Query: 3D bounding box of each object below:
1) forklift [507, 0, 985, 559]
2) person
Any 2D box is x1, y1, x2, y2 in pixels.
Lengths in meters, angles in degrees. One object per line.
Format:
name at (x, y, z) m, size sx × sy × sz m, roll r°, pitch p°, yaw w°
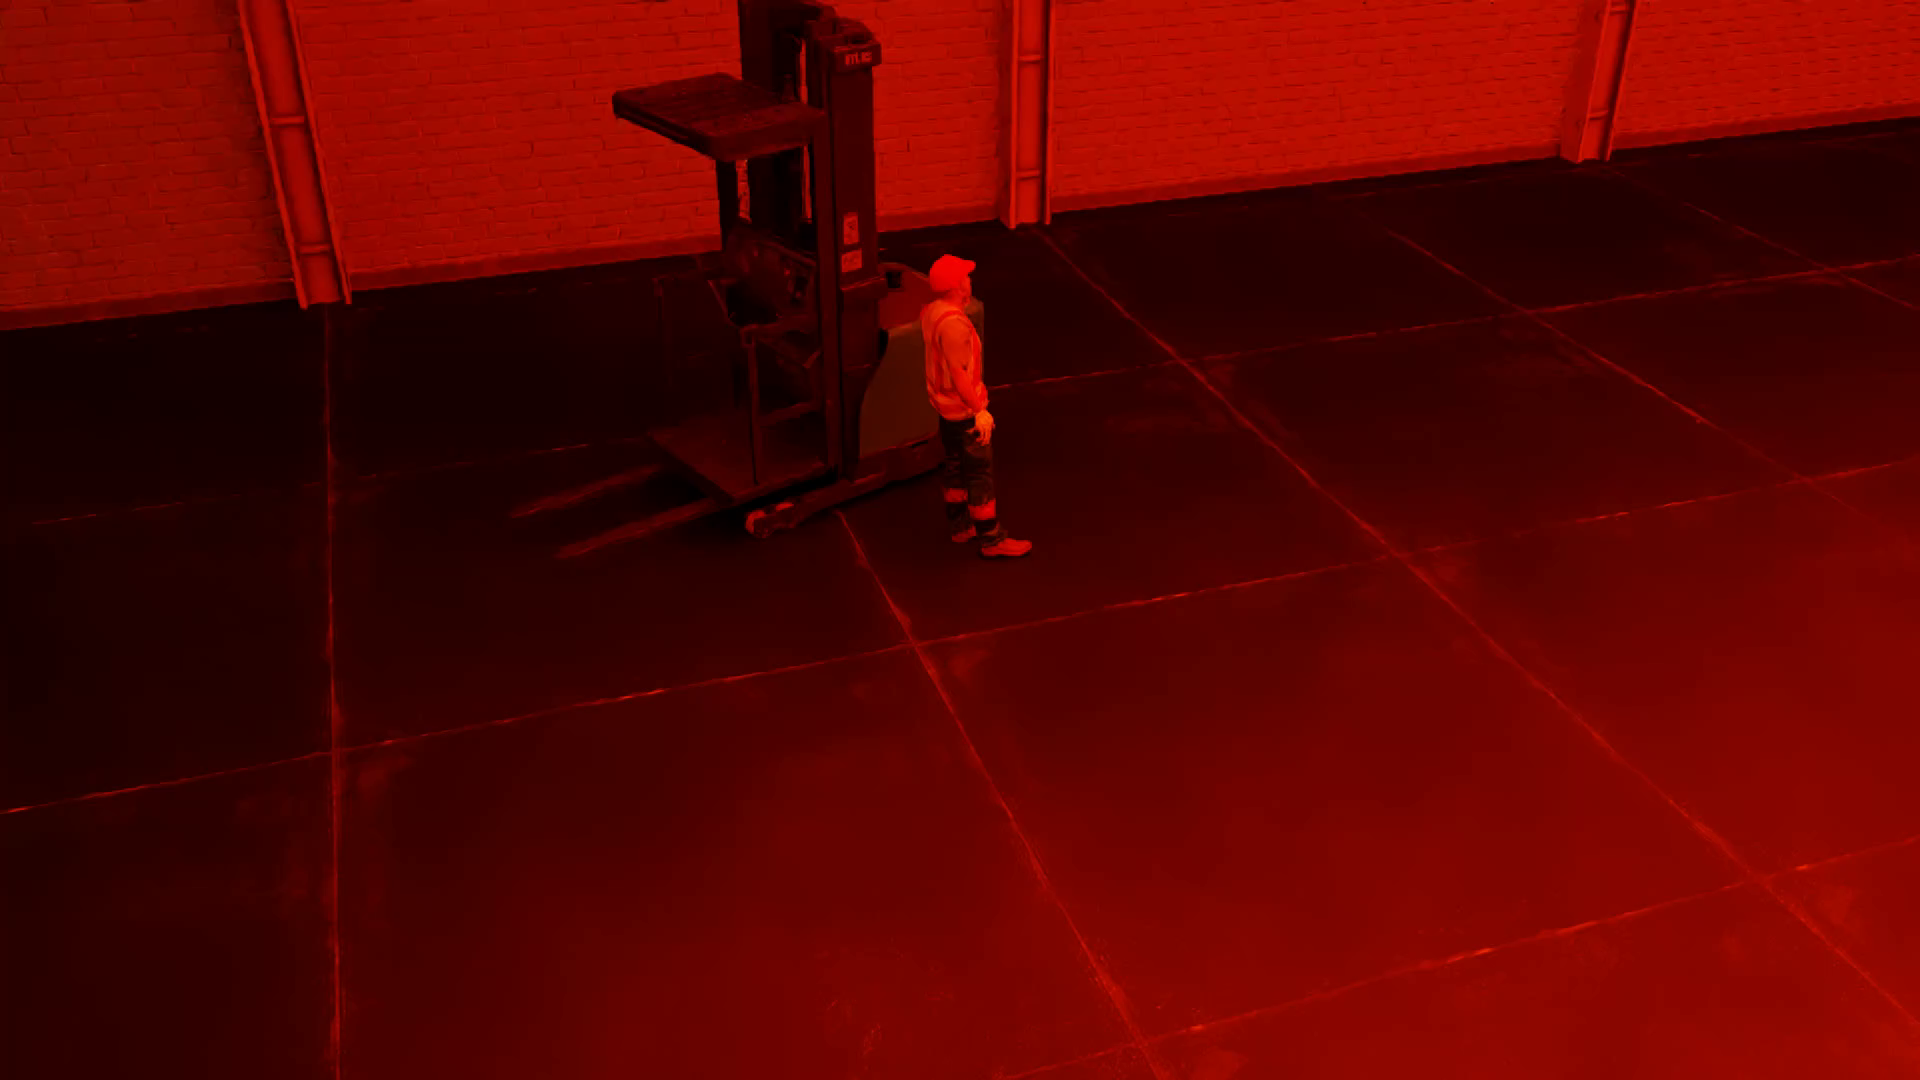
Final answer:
forklift at (-1.297, -1.575, 9.825) m, size 3.031 × 2.935 × 1.130 m, roll -22°, pitch 36°, yaw -33°
person at (0.080, -0.789, 9.589) m, size 0.563 × 1.787 × 0.637 m, roll -10°, pitch 31°, yaw -16°
